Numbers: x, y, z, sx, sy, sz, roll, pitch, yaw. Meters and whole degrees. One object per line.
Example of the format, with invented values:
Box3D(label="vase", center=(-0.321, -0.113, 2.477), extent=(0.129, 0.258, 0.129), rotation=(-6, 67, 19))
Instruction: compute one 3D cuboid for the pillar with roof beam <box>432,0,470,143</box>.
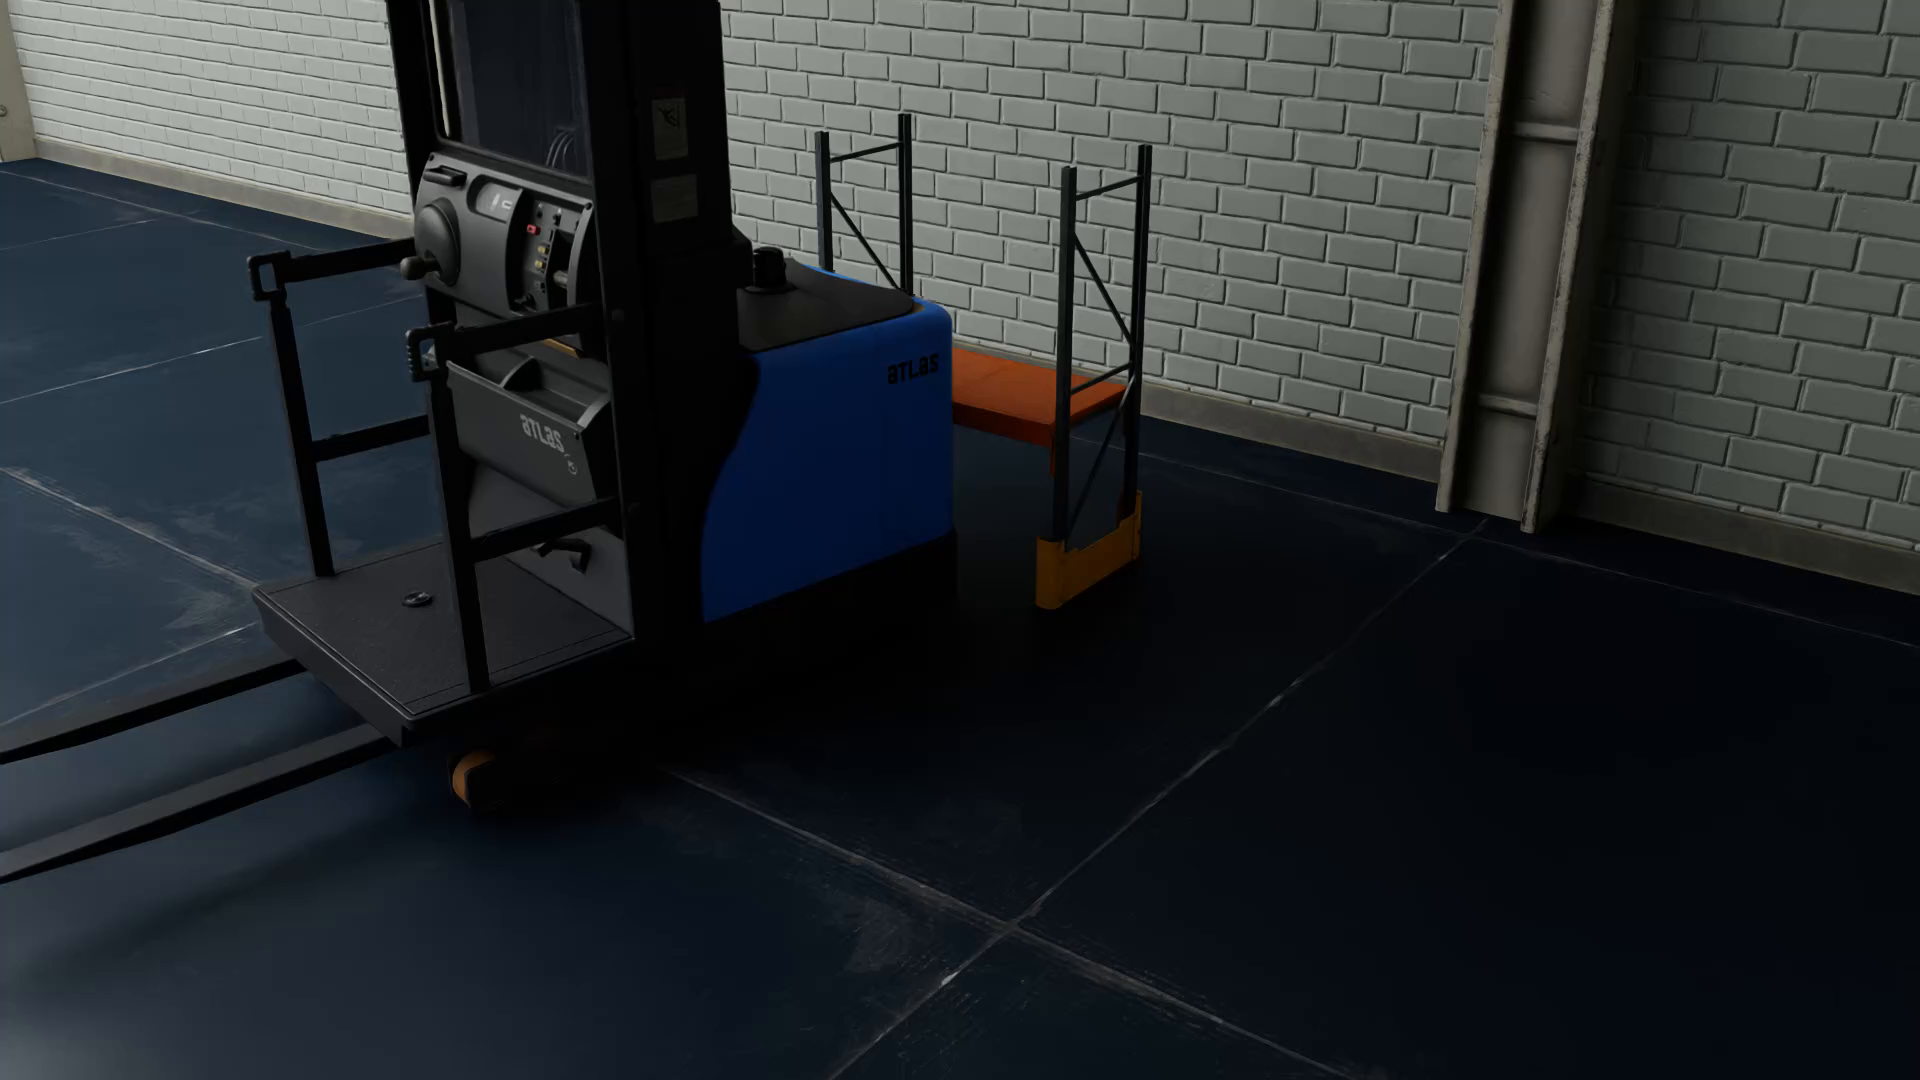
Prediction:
Box3D(label="pillar with roof beam", center=(-5.272, -4.299, 4.847), extent=(0.400, 9.000, 9.100), rotation=(17, 29, 33))

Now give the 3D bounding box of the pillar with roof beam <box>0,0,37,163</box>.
Box3D(label="pillar with roof beam", center=(-10.073, -5.750, 8.140), extent=(0.400, 9.000, 9.100), rotation=(17, 29, 33))

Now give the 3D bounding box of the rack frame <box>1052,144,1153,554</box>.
Box3D(label="rack frame", center=(0.475, -0.543, 5.622), extent=(0.032, 1.500, 0.500), rotation=(17, 29, 33))

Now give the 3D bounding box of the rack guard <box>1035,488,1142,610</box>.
Box3D(label="rack guard", center=(0.459, 0.024, 5.884), extent=(0.087, 0.250, 0.587), rotation=(17, 29, 33))

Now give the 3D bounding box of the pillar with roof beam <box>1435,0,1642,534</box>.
Box3D(label="pillar with roof beam", center=(-0.471, -2.848, 1.554), extent=(0.400, 9.000, 9.100), rotation=(17, 29, 33))

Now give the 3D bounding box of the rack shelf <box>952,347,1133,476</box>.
Box3D(label="rack shelf", center=(0.068, -0.501, 5.973), extent=(1.000, 0.185, 0.538), rotation=(17, 29, 33))

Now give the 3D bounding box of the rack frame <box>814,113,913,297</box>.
Box3D(label="rack frame", center=(-0.339, -0.789, 6.180), extent=(0.032, 1.500, 0.500), rotation=(17, 29, 33))

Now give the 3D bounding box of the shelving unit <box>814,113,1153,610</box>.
Box3D(label="shelving unit", center=(0.061, -0.668, 5.906), extent=(1.083, 1.500, 0.587), rotation=(17, 29, 33))

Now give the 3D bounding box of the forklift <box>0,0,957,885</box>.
Box3D(label="forklift", center=(-1.435, -0.836, 4.511), extent=(3.031, 2.935, 1.130), rotation=(-20, 31, -38))
